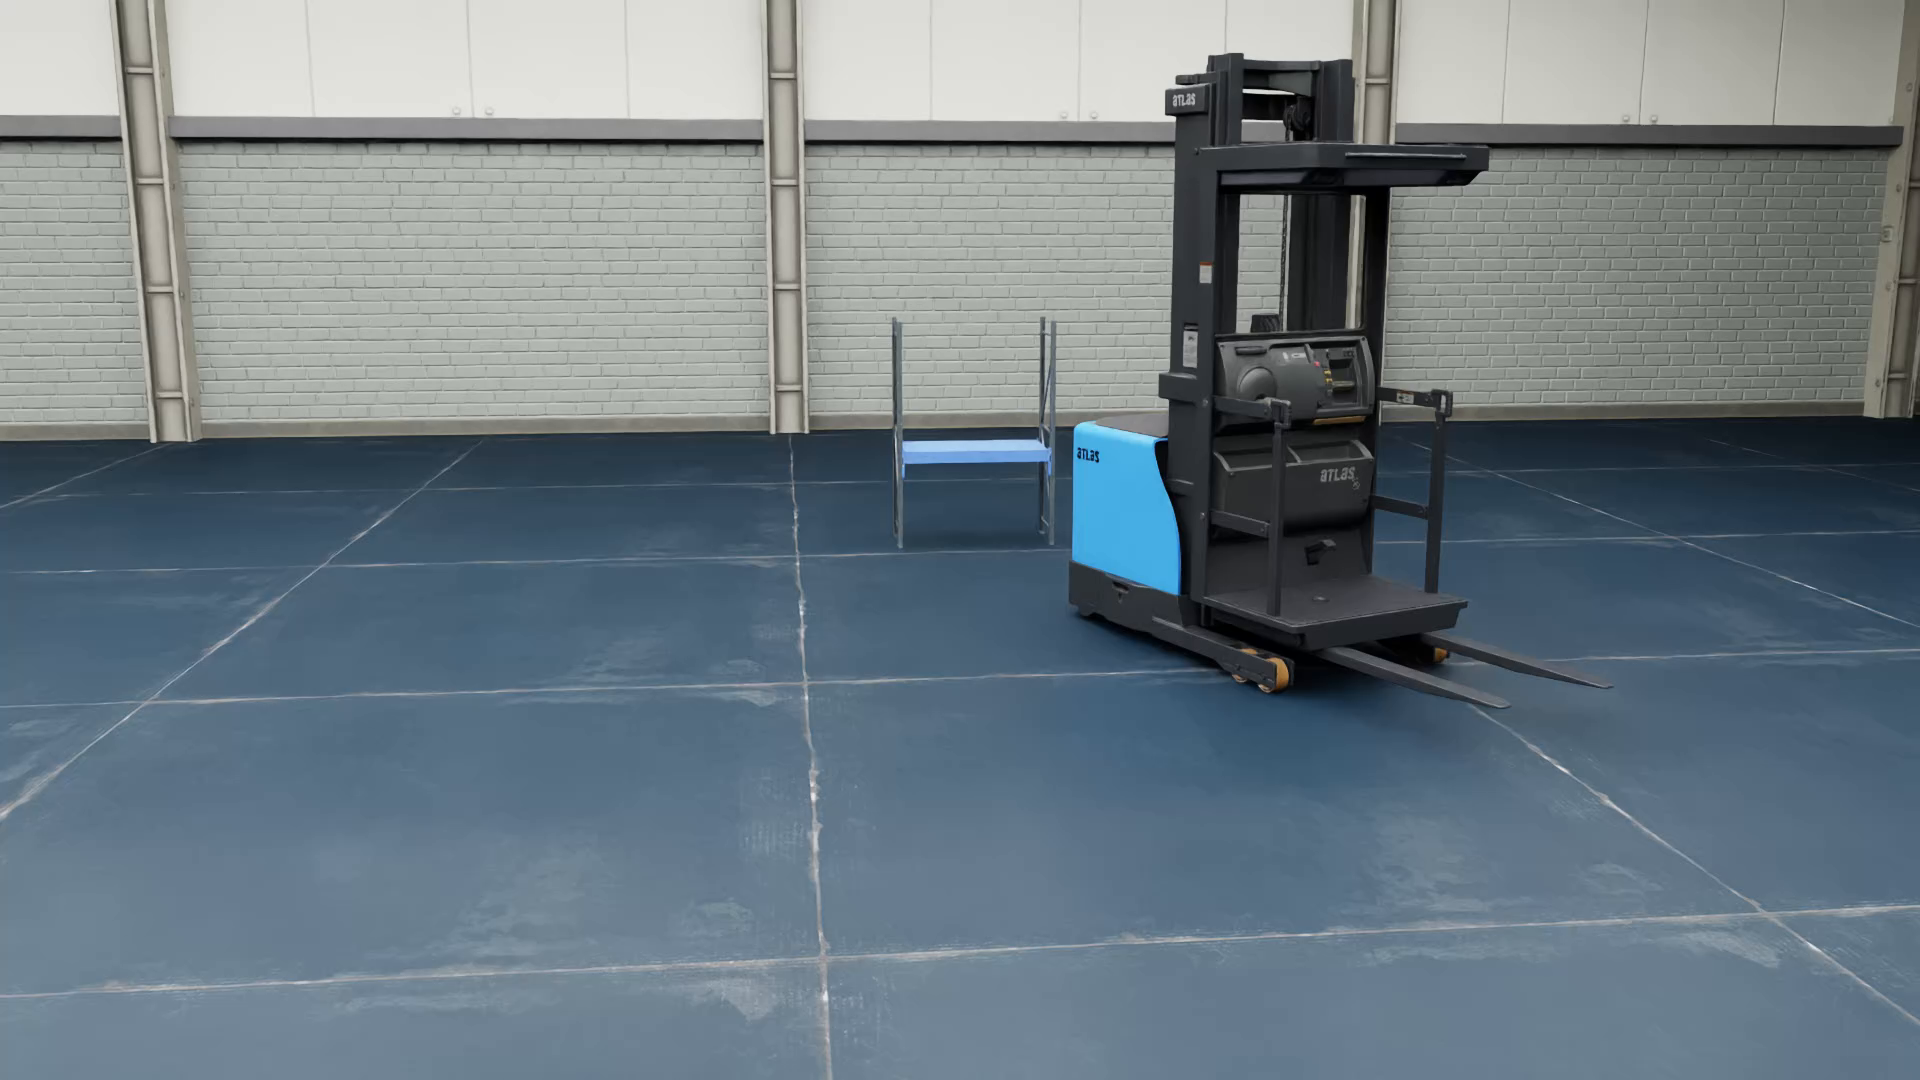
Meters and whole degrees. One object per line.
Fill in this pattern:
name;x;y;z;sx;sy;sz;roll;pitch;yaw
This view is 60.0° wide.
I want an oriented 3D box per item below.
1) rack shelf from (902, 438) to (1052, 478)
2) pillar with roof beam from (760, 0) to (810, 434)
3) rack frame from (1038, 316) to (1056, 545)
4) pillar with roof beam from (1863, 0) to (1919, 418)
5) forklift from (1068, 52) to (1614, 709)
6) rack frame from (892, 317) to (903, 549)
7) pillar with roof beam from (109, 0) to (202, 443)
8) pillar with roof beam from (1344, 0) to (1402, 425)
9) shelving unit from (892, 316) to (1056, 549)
rack shelf;0.085;-0.561;11.267;1.000;0.185;0.538;-1;11;-6
pillar with roof beam;-1.276;-4.698;11.936;0.400;9.000;9.100;-1;11;-6
rack frame;0.590;-0.748;11.286;0.032;1.500;0.500;-1;11;-6
pillar with roof beam;10.654;-4.948;13.208;0.400;9.000;9.100;-1;11;-6
forklift;1.757;-0.825;7.968;1.130;2.935;3.031;-6;13;-28
rack frame;-0.421;-0.727;11.179;0.032;1.500;0.500;-1;11;-6
pillar with roof beam;-7.241;-4.573;11.300;0.400;9.000;9.100;-1;11;-6
pillar with roof beam;4.689;-4.823;12.572;0.400;9.000;9.100;-1;11;-6
shelving unit;0.085;-0.738;11.232;1.048;1.500;0.538;-1;11;-6
